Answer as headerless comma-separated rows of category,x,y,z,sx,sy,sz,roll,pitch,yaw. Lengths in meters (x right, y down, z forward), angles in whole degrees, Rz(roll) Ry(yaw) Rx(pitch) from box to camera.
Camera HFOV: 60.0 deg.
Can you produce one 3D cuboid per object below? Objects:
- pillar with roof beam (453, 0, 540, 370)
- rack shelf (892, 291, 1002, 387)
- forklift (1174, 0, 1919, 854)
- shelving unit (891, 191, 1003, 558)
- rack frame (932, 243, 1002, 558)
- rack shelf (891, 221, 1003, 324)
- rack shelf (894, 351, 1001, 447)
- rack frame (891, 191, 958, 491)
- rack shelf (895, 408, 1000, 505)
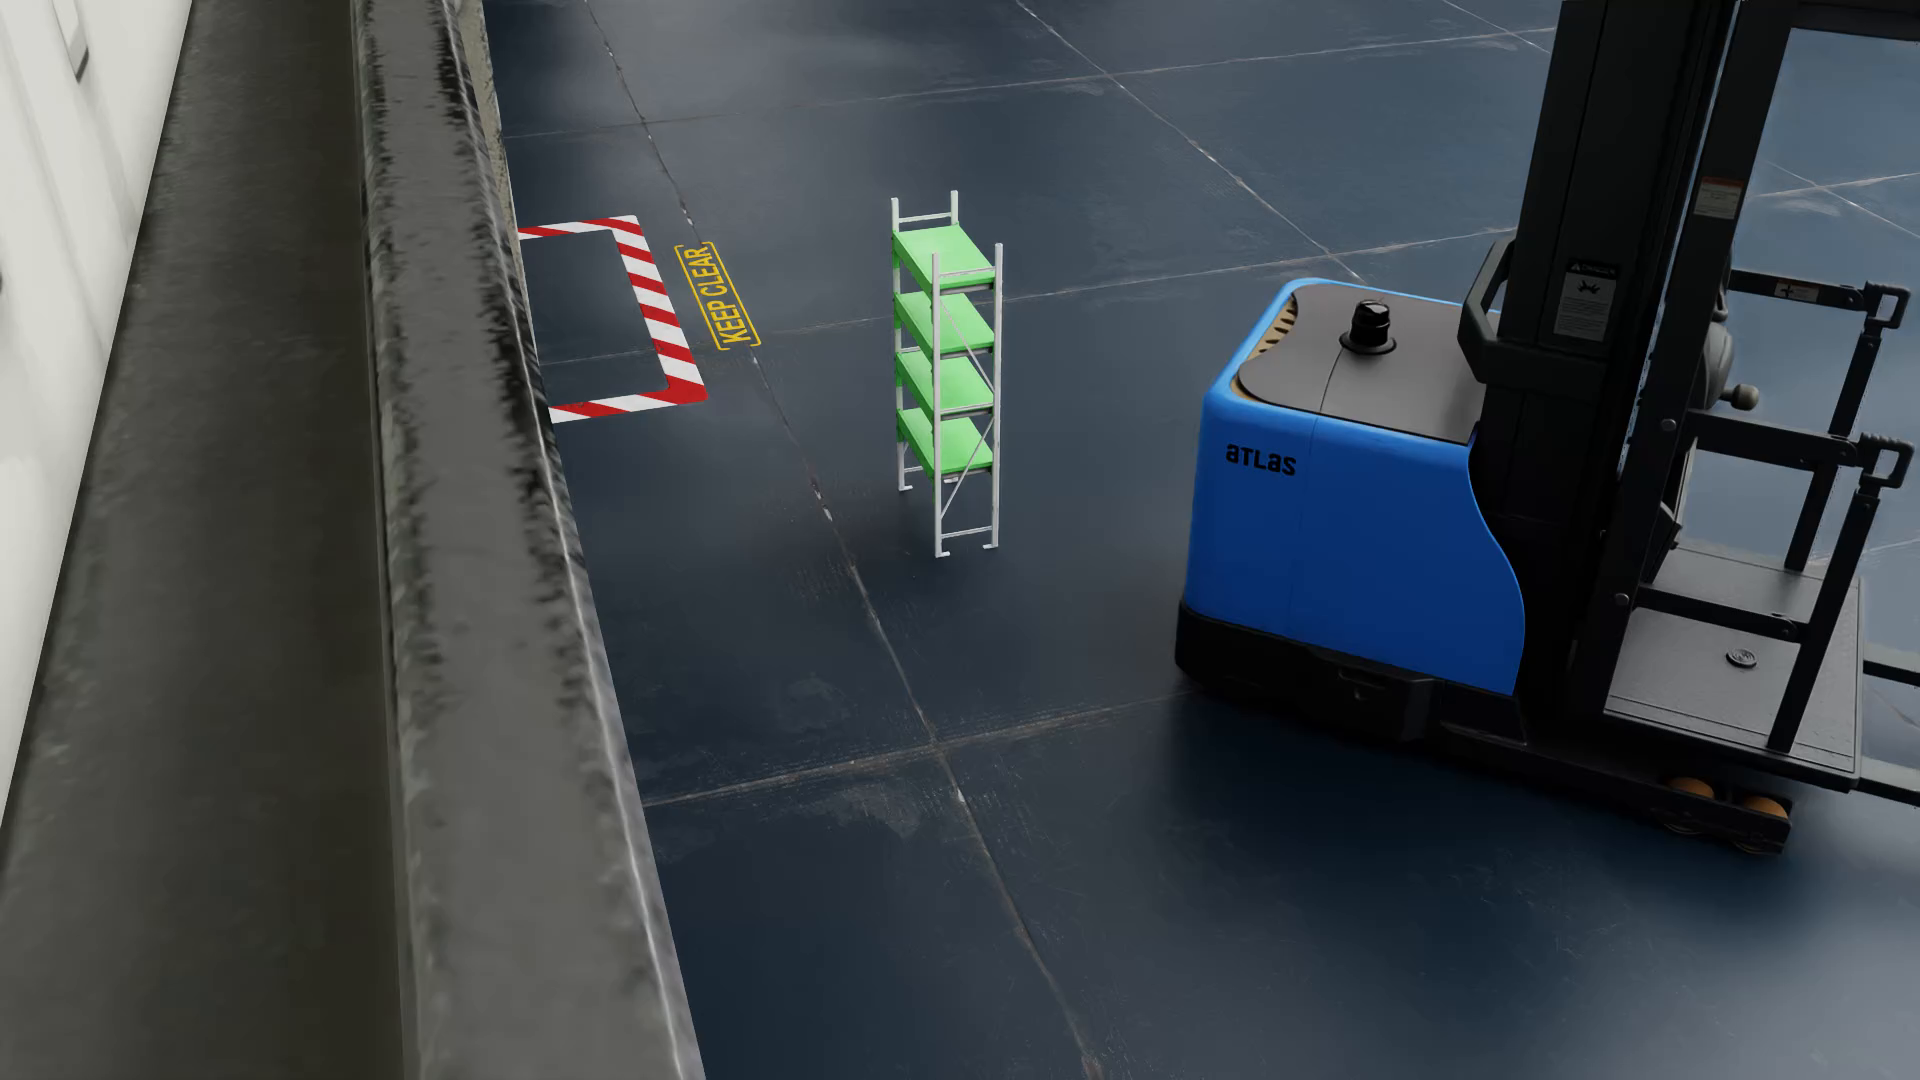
pillar with roof beam,2.897,-3.635,3.543,9.100,9.000,0.400,-10,35,-15
rack shelf,-0.050,-0.734,5.907,0.258,0.148,0.480,-10,35,-15
forklift,2.266,-0.647,4.525,3.031,2.935,1.130,14,36,21
shelving unit,-0.050,-0.587,6.004,0.258,1.200,0.503,-10,35,-15
rack frame,0.024,-0.459,5.810,0.240,1.200,0.015,-10,35,-15
rack shelf,-0.050,-0.935,5.775,0.258,0.148,0.480,-10,35,-15
rack shelf,-0.050,-0.534,6.039,0.258,0.148,0.480,-10,35,-15
rack frame,-0.125,-0.716,6.198,0.240,1.200,0.015,-10,35,-15
rack shelf,-0.050,-0.334,6.172,0.258,0.148,0.480,-10,35,-15
